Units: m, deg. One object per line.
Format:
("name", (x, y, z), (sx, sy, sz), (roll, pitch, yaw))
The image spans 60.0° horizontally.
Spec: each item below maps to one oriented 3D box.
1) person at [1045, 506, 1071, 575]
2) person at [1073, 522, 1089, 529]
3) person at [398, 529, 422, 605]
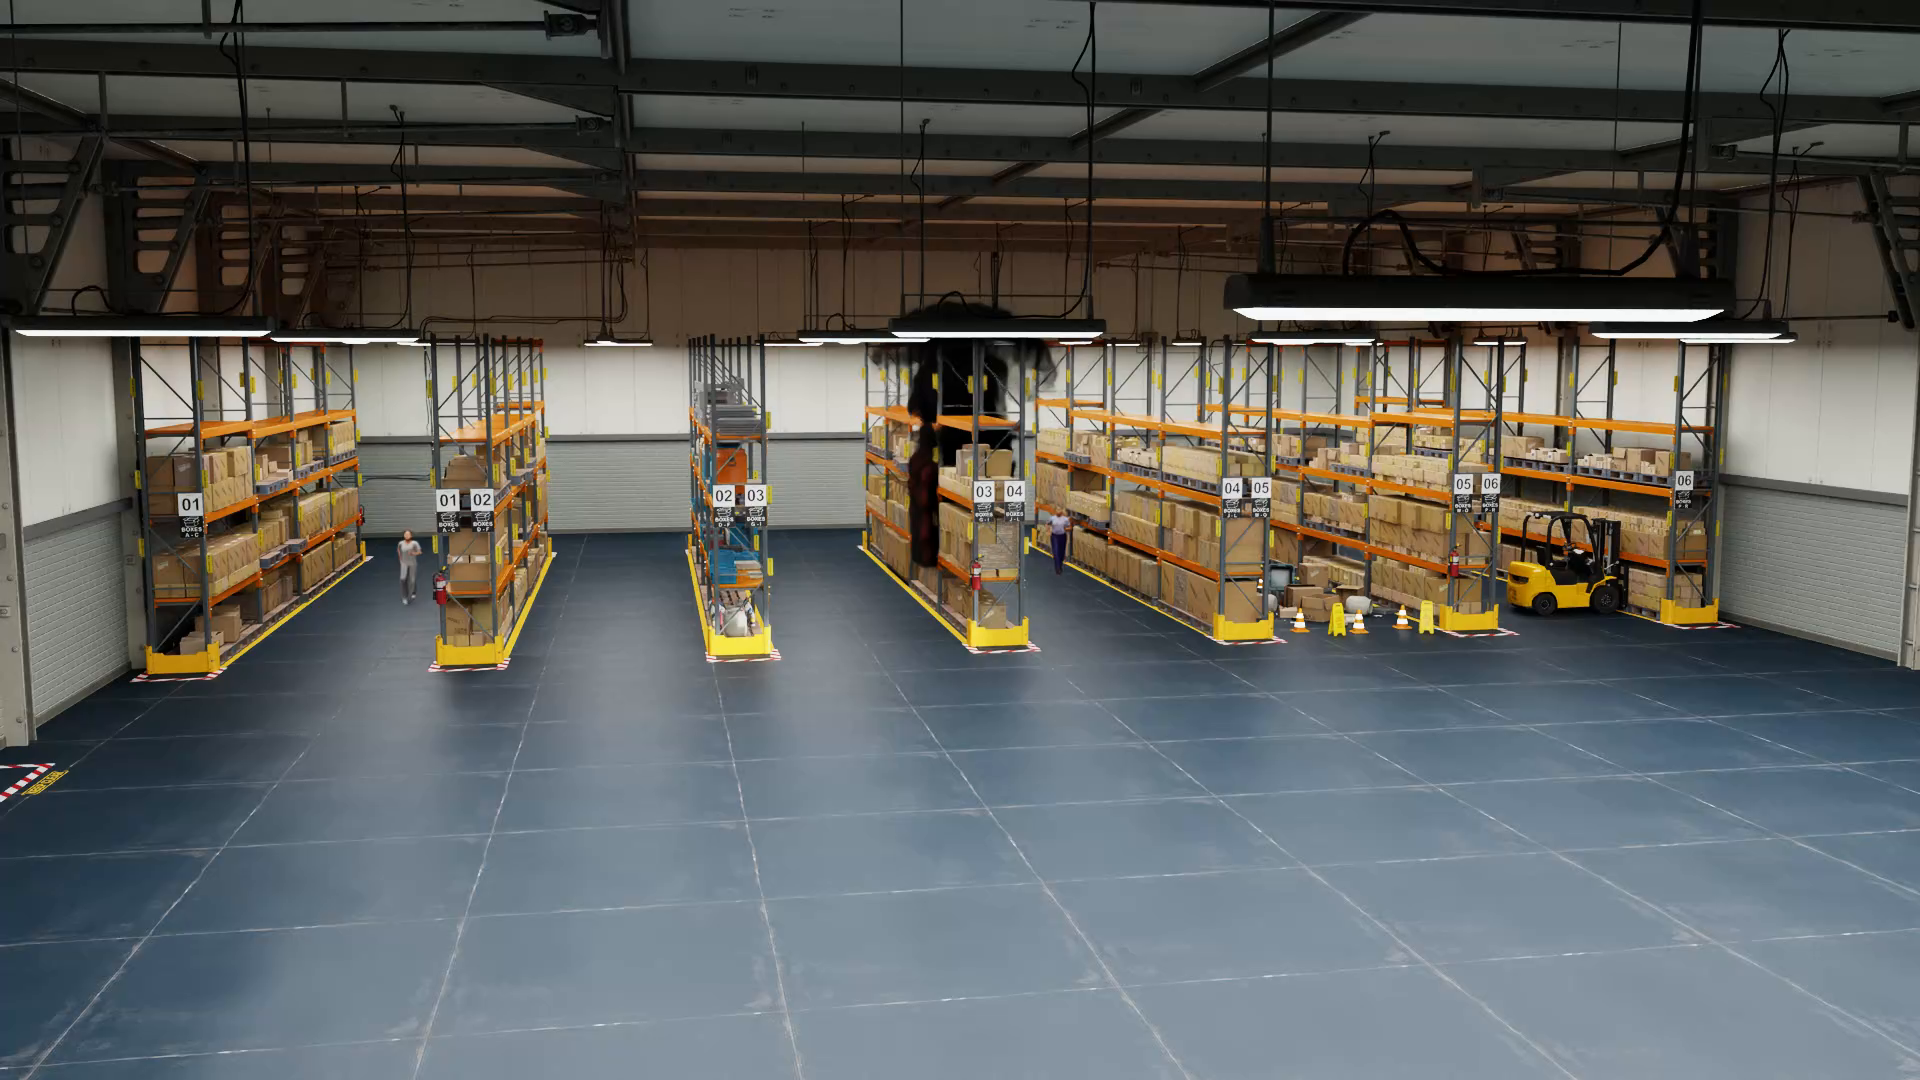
("person", (2.402, 0.010, 40.349), (0.614, 1.686, 0.848), (-1, 7, -8))
("person", (3.626, -0.756, 49.480), (0.671, 1.703, 0.658), (5, 8, 39))
("person", (-12.450, 0.600, 37.662), (0.545, 1.708, 0.787), (-1, 7, -11))
